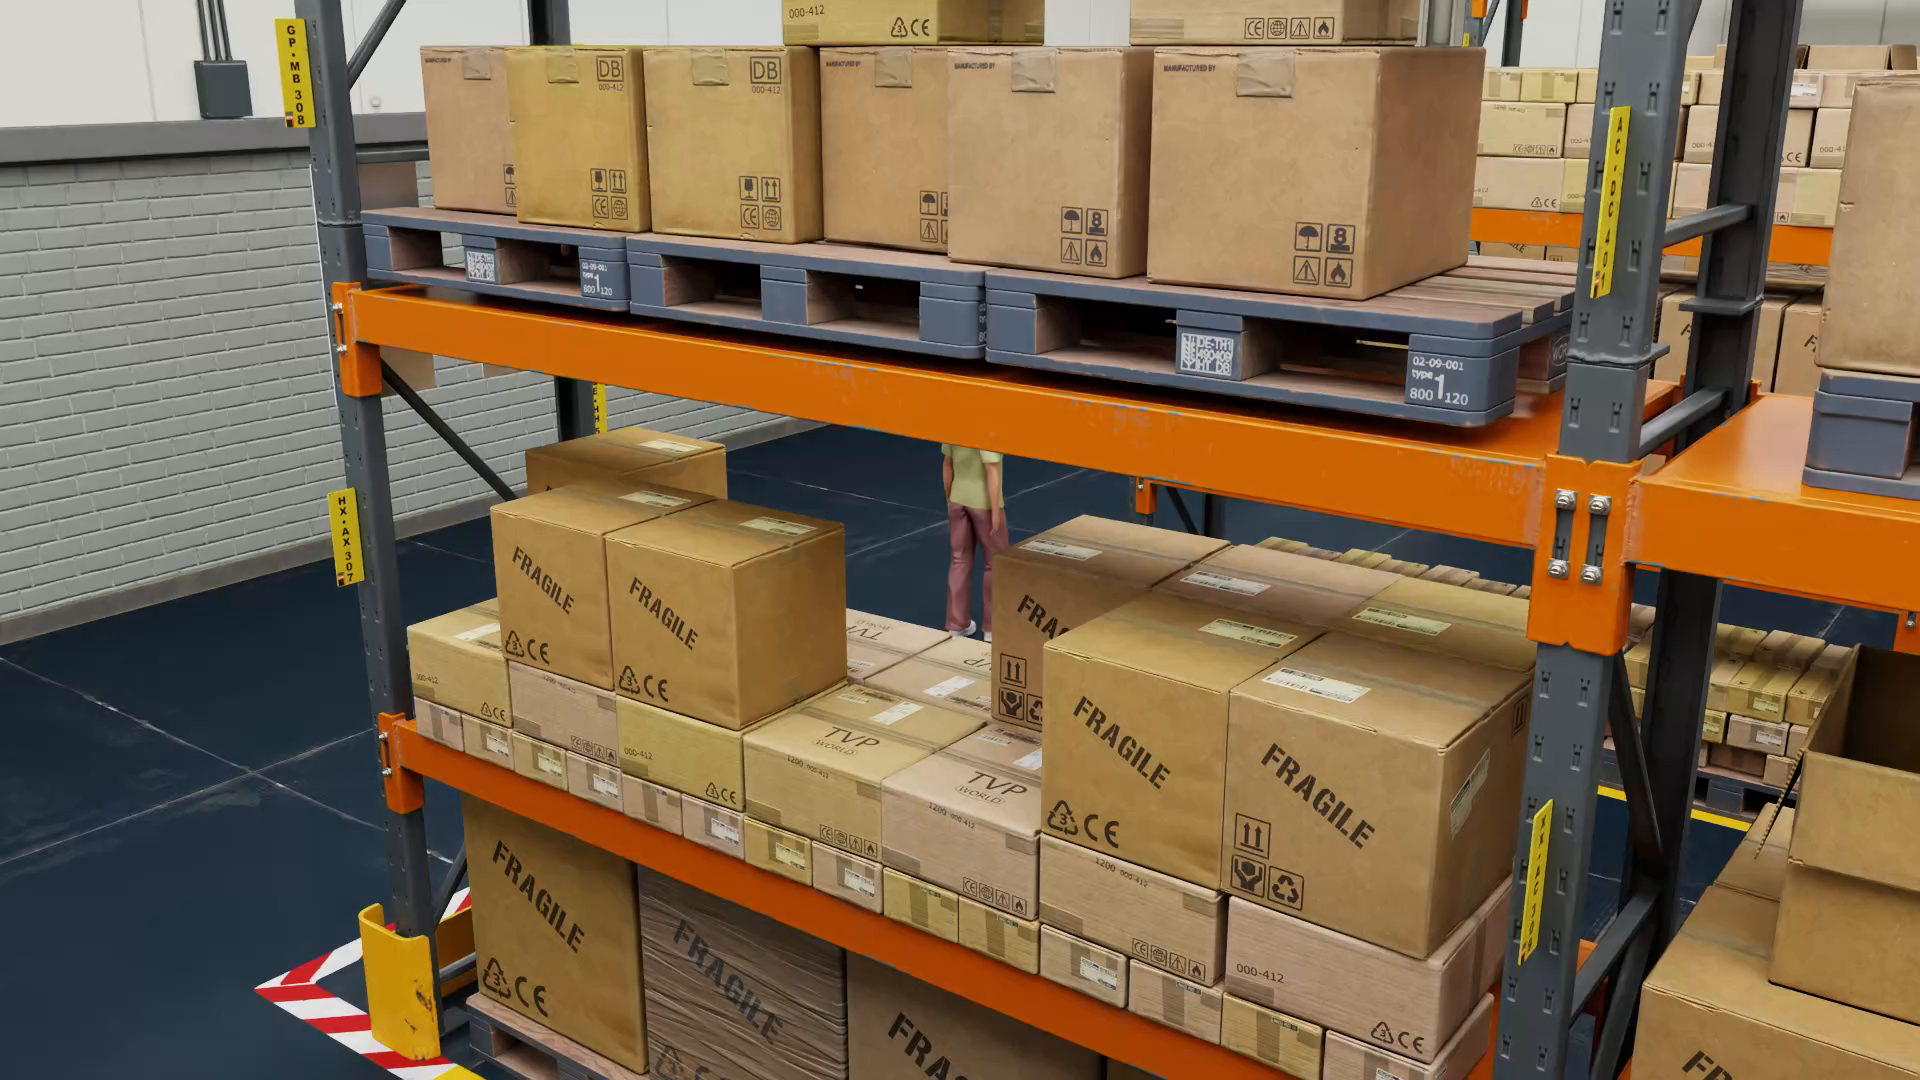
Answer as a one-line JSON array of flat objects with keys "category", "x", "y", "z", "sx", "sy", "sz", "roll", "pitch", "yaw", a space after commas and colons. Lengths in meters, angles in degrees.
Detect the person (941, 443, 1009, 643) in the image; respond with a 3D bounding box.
[{"category": "person", "x": 0.118, "y": -0.200, "z": 10.212, "sx": 0.444, "sy": 1.672, "sz": 0.442, "roll": 13, "pitch": 21, "yaw": 36}]
